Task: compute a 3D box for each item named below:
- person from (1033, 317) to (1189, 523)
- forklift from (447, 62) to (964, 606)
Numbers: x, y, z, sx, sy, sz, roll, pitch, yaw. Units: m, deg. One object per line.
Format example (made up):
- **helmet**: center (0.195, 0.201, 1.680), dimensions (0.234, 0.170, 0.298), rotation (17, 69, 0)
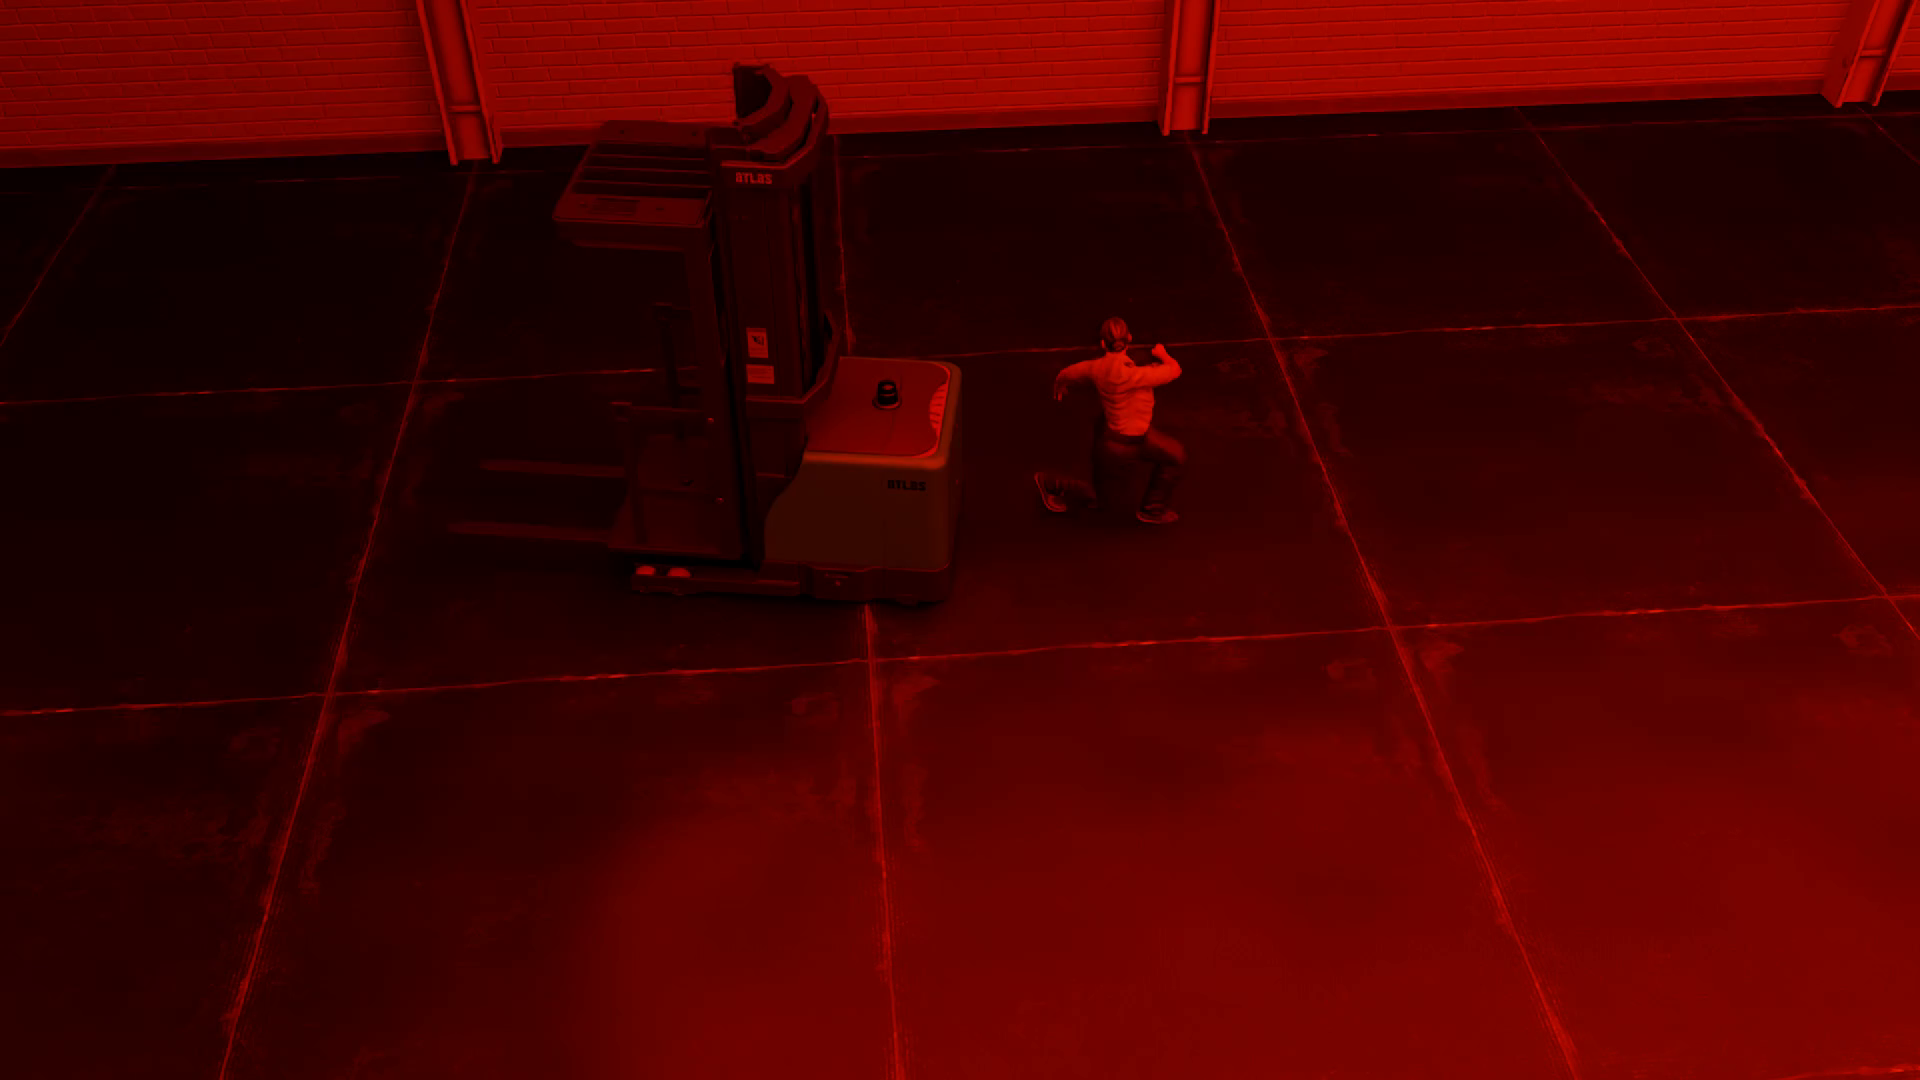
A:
- **person**: center (0.922, -0.729, 10.027), dimensions (0.932, 1.420, 0.709), rotation (1, 41, 1)
- **forklift**: center (-1.522, -1.125, 9.254), dimensions (3.031, 2.935, 1.130), rotation (4, 41, 4)
